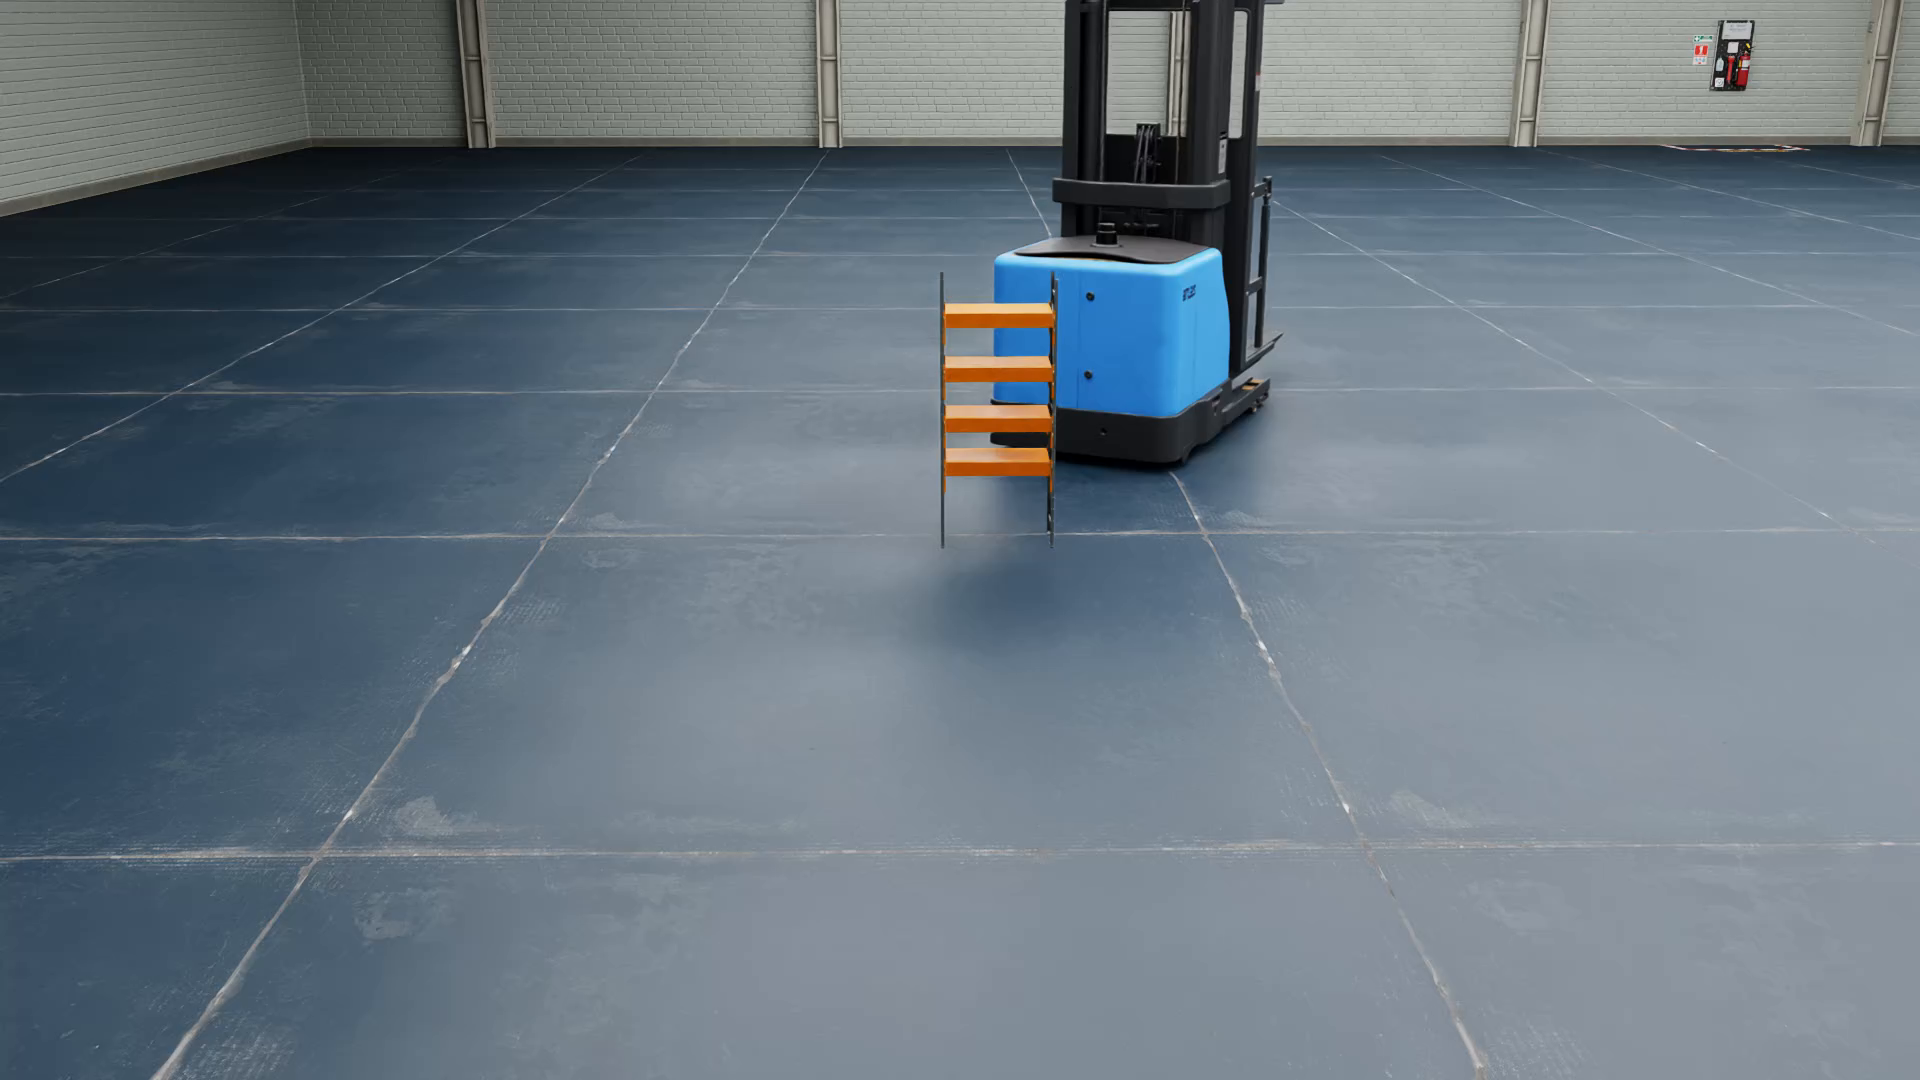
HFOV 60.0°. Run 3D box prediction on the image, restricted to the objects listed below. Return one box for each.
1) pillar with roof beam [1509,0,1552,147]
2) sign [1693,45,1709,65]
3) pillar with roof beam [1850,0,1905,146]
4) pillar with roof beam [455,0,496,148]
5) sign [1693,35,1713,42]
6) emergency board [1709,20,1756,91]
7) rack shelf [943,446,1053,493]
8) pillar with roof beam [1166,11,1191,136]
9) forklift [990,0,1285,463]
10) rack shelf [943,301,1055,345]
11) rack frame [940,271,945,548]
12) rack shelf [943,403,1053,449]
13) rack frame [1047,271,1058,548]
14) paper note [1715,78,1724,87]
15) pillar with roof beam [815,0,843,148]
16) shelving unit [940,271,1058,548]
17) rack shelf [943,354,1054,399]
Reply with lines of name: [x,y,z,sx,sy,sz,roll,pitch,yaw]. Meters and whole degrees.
pillar with roof beam: [9.842,-9.820,23.427,0.400,9.000,9.100,0,18,-1]
sign: [12.747,-8.353,28.616,0.234,0.329,0.001,0,18,-1]
pillar with roof beam: [15.841,-9.849,23.517,0.400,9.000,9.100,0,18,-1]
pillar with roof beam: [-8.156,-9.733,23.157,0.400,9.000,9.100,0,18,-1]
sign: [12.752,-8.602,28.527,0.331,0.109,0.001,0,18,-1]
emergency board: [13.302,-8.307,28.532,0.643,1.169,0.194,0,18,-1]
rack shelf: [0.166,-0.319,7.448,0.480,0.148,0.258,0,18,-1]
pillar with roof beam: [3.842,-9.791,23.337,0.400,9.000,9.100,0,18,-1]
forklift: [1.231,-2.200,9.606,1.130,2.935,3.031,8,19,23]
rack shelf: [0.166,-0.946,7.247,0.480,0.148,0.258,0,18,-1]
rack frame: [-0.078,-0.571,7.363,0.015,1.200,0.240,0,18,-1]
rack shelf: [0.166,-0.508,7.387,0.480,0.148,0.258,0,18,-1]
rack frame: [0.409,-0.573,7.370,0.015,1.200,0.240,0,18,-1]
paper note: [13.123,-7.907,28.729,0.142,0.148,0.016,0,18,-1]
pillar with roof beam: [-2.157,-9.762,23.247,0.400,9.000,9.100,0,18,-1]
shelving unit: [0.166,-0.572,7.367,0.503,1.200,0.258,0,18,-1]
rack shelf: [0.166,-0.721,7.319,0.480,0.148,0.258,0,18,-1]
